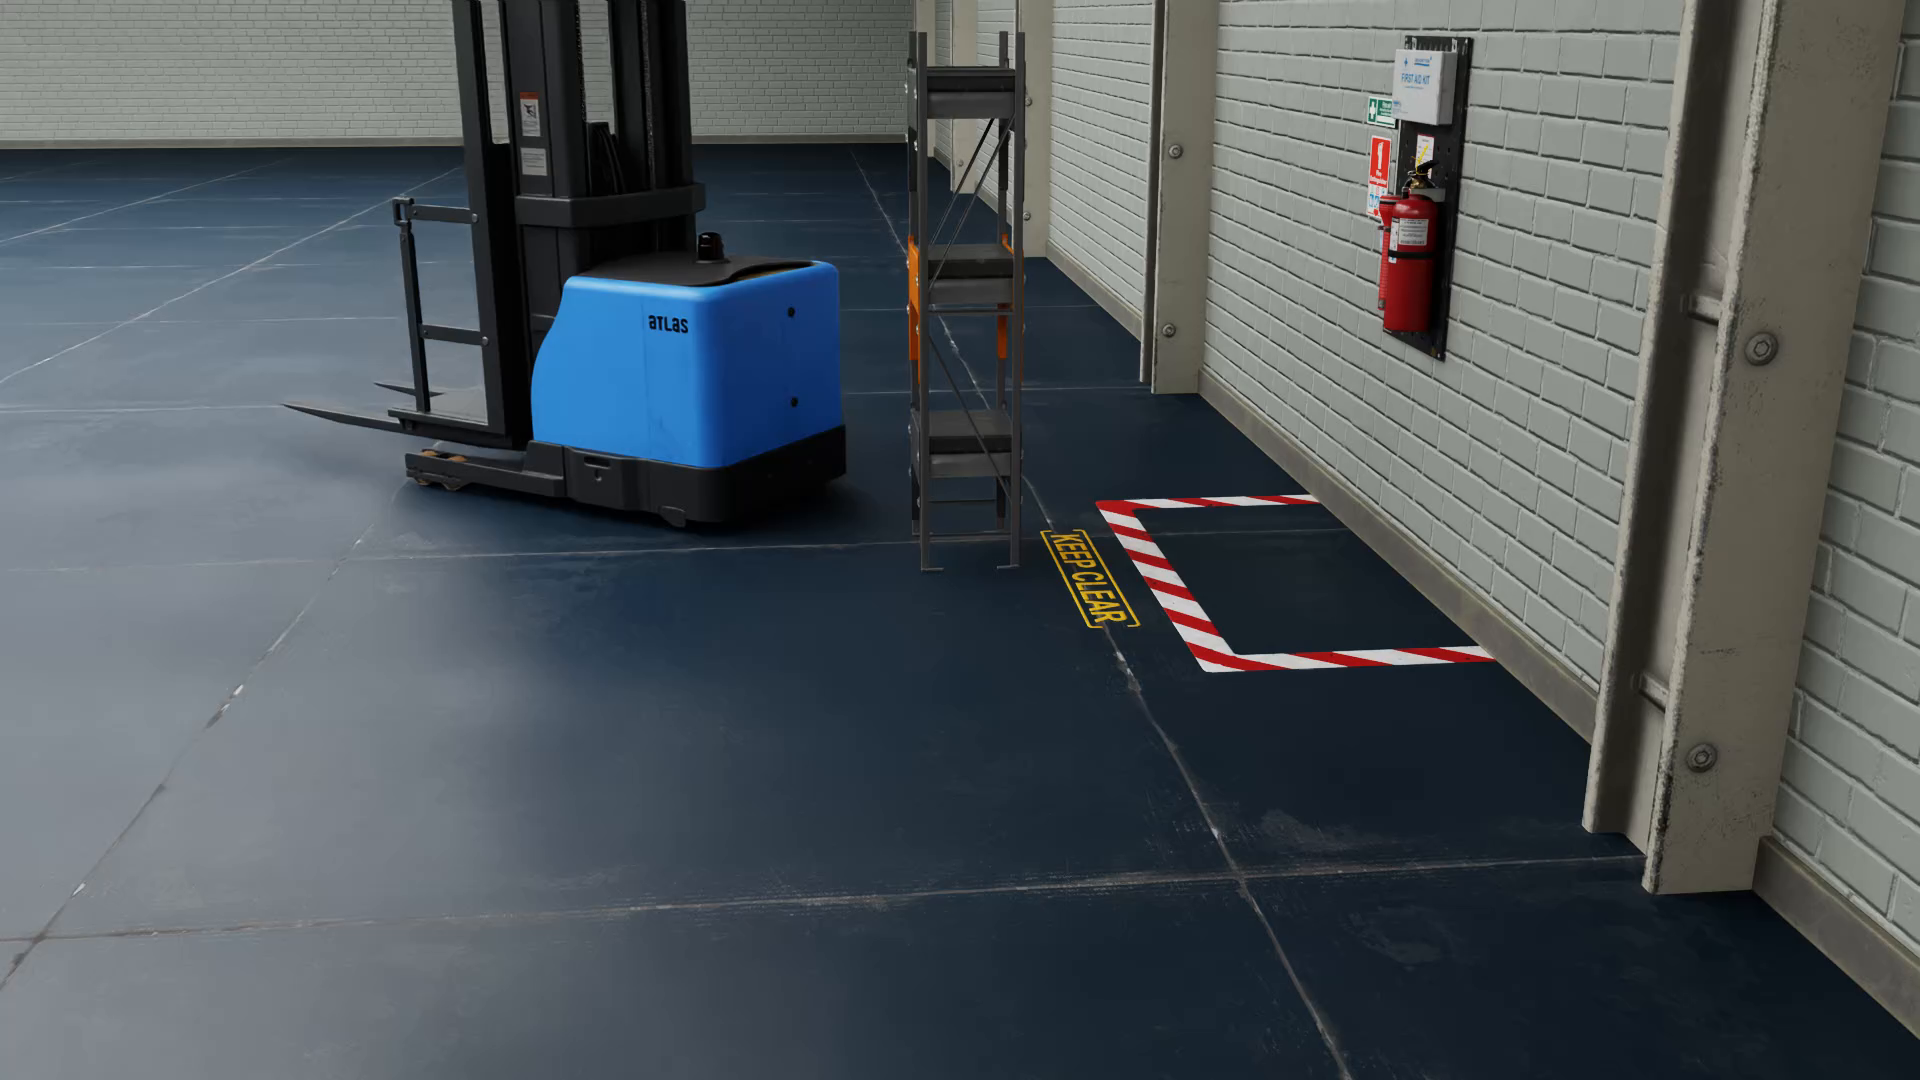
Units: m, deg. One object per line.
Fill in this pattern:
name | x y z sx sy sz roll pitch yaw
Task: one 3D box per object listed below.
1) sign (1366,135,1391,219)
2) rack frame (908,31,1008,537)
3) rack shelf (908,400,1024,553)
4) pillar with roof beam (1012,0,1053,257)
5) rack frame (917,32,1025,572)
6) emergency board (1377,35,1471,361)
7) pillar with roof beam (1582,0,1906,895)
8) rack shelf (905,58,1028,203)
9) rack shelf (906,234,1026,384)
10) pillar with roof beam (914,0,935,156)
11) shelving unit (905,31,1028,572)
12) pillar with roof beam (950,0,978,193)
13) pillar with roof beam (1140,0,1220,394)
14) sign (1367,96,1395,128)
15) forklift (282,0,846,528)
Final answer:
sign | 1.739 -1.506 6.907 0.001 0.329 0.234 -2 18 -6
rack frame | -0.008 -1.025 6.937 0.400 2.100 0.015 -2 18 -6
rack shelf | 0.017 -0.272 6.919 0.431 0.518 0.480 -2 18 -6
pillar with roof beam | -3.610 -6.888 14.094 9.100 9.000 0.400 -2 18 -6
rack frame | 0.042 -0.880 6.474 0.400 2.100 0.015 -2 18 -6
emergency board | 1.693 -1.321 6.377 0.194 1.169 0.643 -2 18 -6
pillar with roof beam | -2.372 -3.313 2.706 9.100 9.000 0.400 -2 18 -6
rack shelf | 0.017 -1.607 6.500 0.431 0.518 0.480 -2 18 -6
rack shelf | 0.017 -0.939 6.710 0.431 0.518 0.480 -2 18 -6
pillar with roof beam | -4.847 -10.463 25.482 9.100 9.000 0.400 -2 18 -6
shelving unit | 0.017 -0.952 6.705 0.431 2.100 0.503 -2 18 -6
pillar with roof beam | -4.229 -8.676 19.788 9.100 9.000 0.400 -2 18 -6
pillar with roof beam | -2.991 -5.101 8.400 9.100 9.000 0.400 -2 18 -6
sign | 1.730 -1.757 6.822 0.001 0.109 0.331 -2 18 -6
forklift | -2.077 -1.757 7.879 3.031 2.935 1.130 10 20 29
